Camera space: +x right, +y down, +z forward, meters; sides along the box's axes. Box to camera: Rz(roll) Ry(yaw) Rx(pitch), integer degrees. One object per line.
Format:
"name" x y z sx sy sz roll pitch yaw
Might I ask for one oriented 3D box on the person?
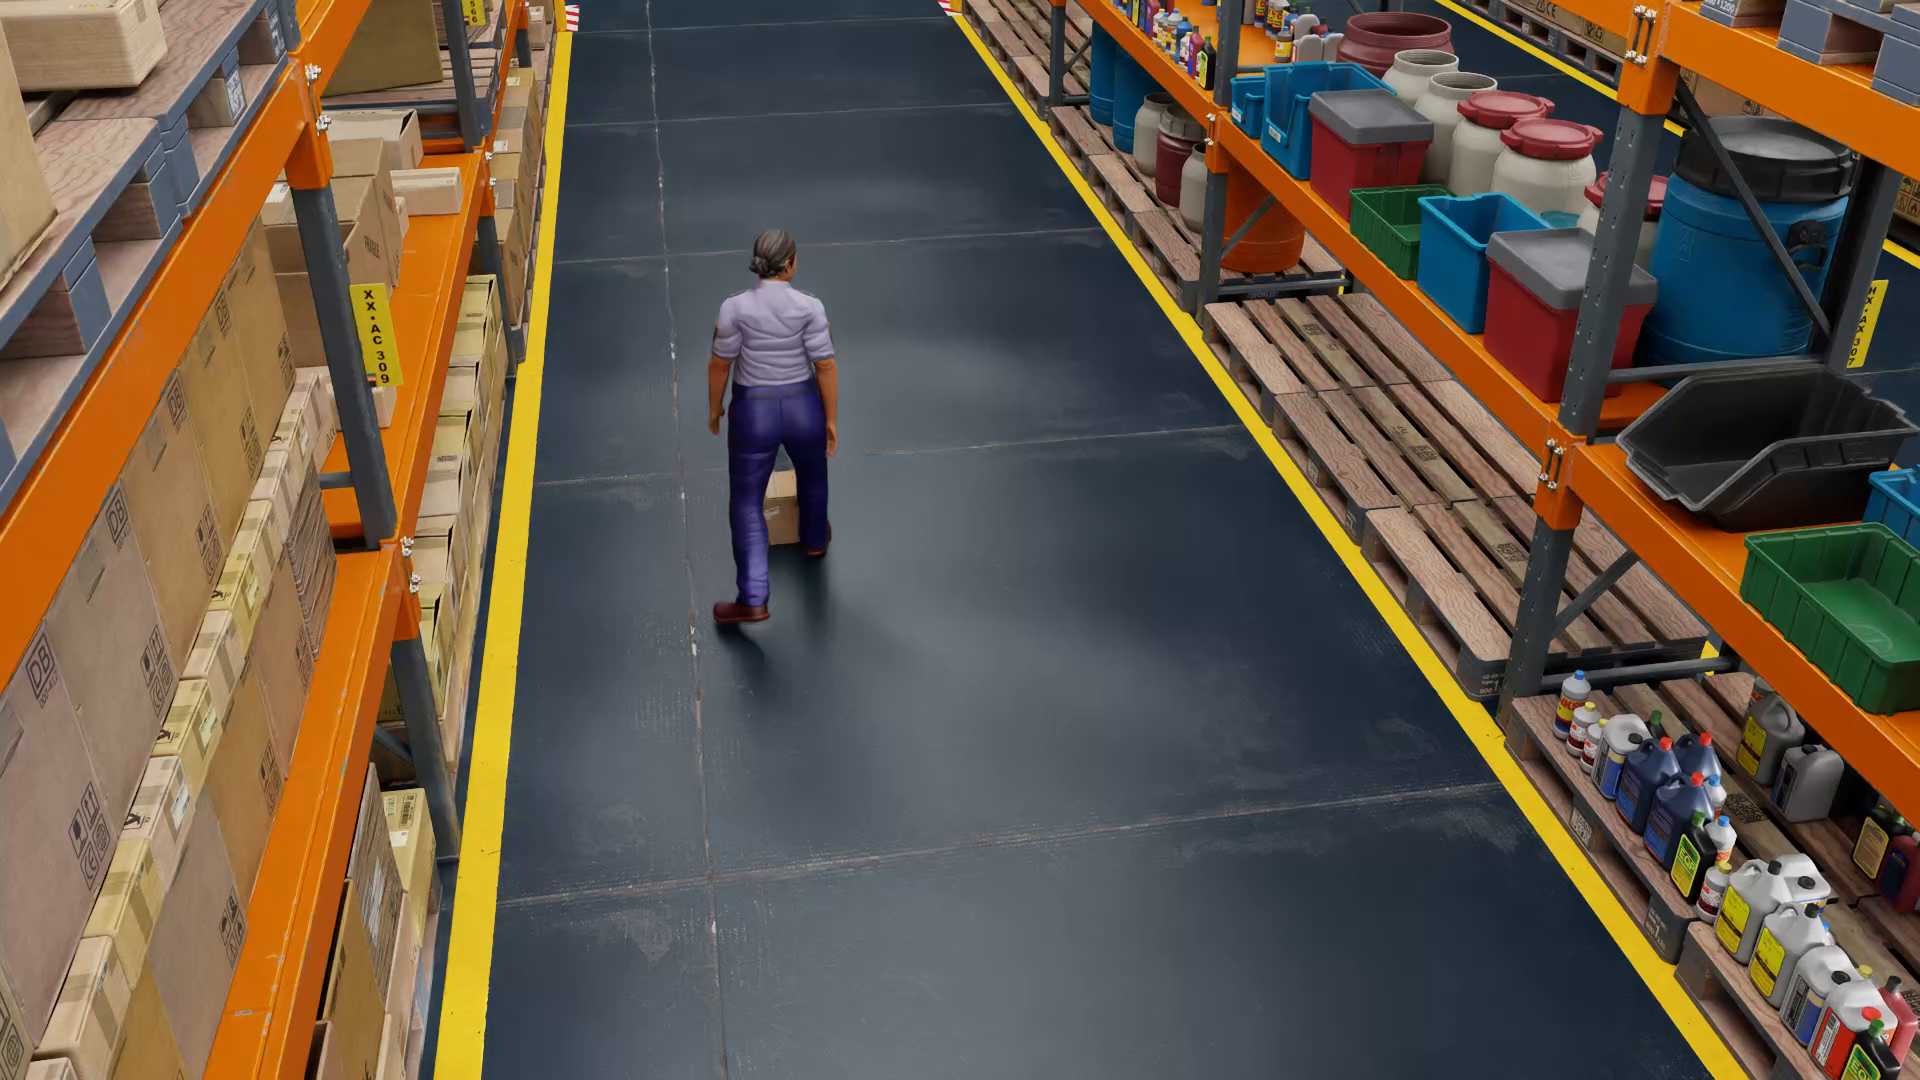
"person" -0.816 -0.508 6.997 0.621 1.609 0.912 -7 32 -12
